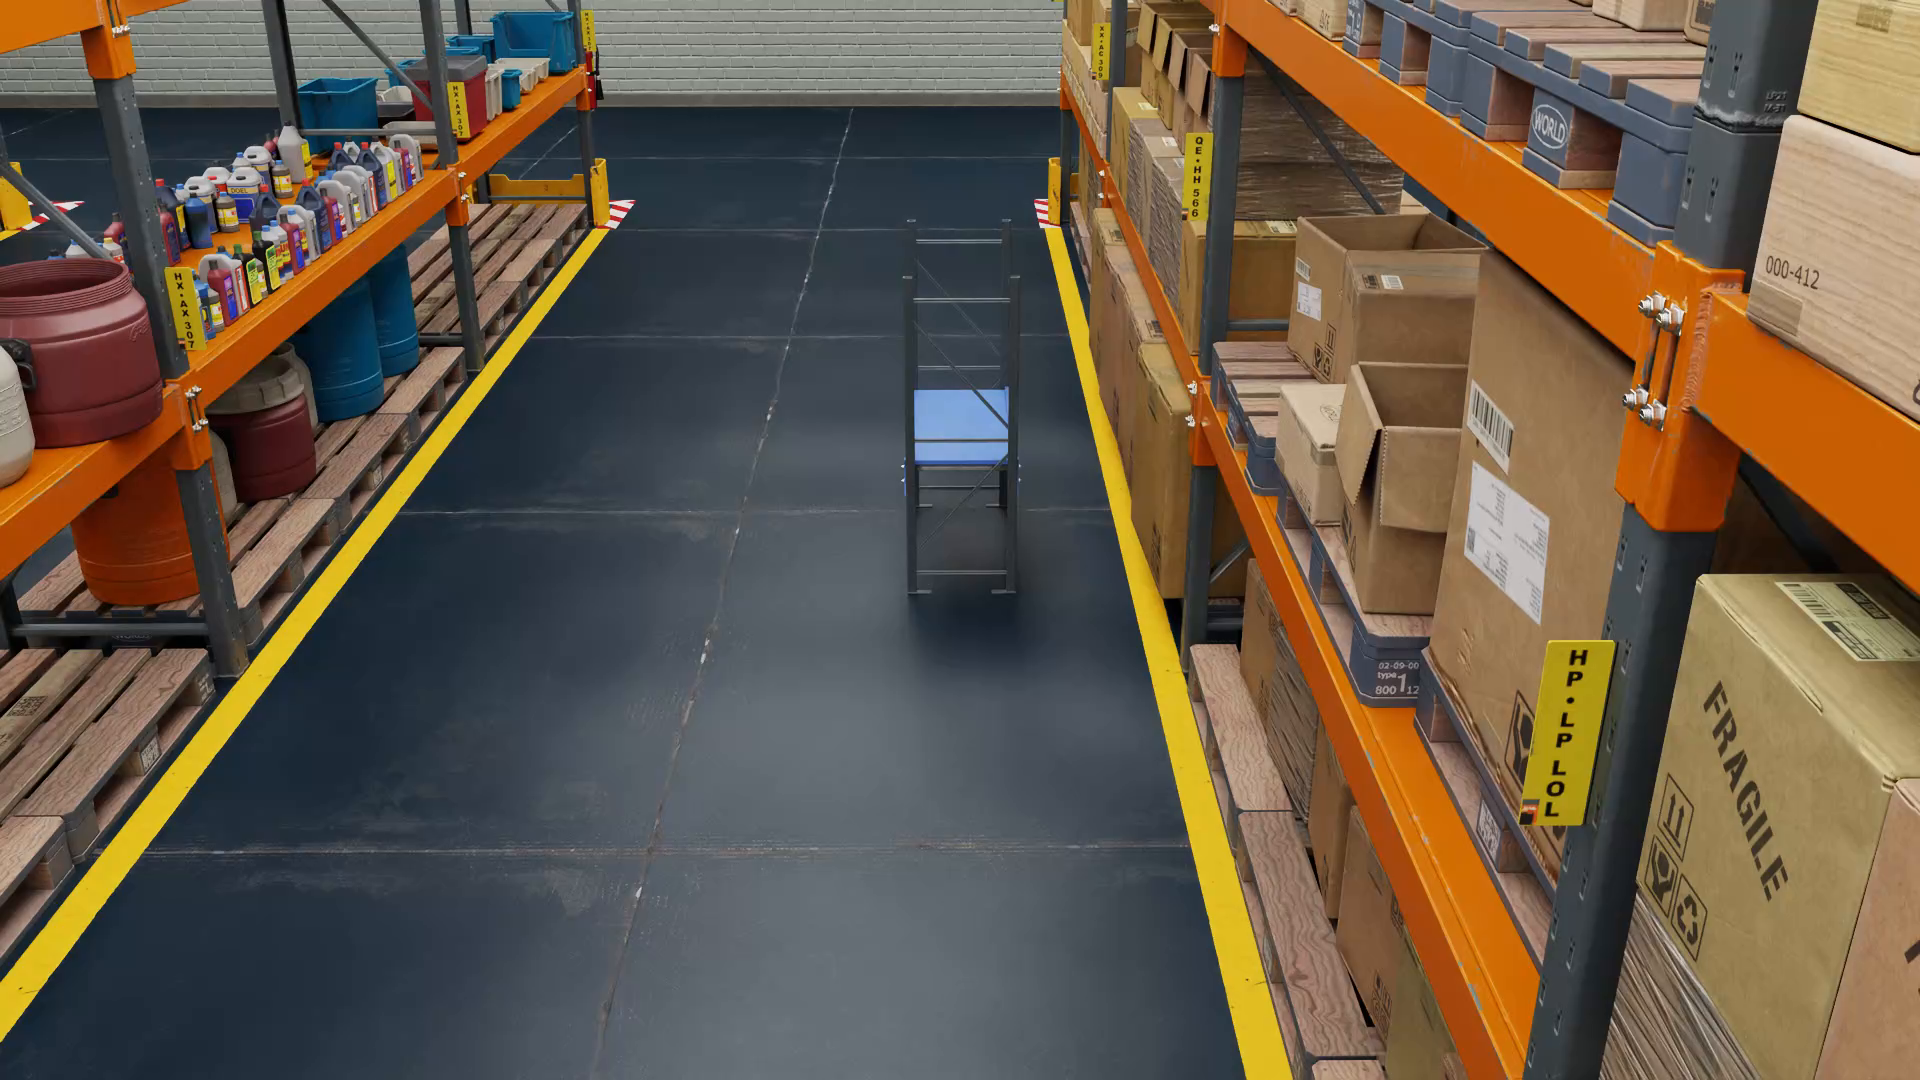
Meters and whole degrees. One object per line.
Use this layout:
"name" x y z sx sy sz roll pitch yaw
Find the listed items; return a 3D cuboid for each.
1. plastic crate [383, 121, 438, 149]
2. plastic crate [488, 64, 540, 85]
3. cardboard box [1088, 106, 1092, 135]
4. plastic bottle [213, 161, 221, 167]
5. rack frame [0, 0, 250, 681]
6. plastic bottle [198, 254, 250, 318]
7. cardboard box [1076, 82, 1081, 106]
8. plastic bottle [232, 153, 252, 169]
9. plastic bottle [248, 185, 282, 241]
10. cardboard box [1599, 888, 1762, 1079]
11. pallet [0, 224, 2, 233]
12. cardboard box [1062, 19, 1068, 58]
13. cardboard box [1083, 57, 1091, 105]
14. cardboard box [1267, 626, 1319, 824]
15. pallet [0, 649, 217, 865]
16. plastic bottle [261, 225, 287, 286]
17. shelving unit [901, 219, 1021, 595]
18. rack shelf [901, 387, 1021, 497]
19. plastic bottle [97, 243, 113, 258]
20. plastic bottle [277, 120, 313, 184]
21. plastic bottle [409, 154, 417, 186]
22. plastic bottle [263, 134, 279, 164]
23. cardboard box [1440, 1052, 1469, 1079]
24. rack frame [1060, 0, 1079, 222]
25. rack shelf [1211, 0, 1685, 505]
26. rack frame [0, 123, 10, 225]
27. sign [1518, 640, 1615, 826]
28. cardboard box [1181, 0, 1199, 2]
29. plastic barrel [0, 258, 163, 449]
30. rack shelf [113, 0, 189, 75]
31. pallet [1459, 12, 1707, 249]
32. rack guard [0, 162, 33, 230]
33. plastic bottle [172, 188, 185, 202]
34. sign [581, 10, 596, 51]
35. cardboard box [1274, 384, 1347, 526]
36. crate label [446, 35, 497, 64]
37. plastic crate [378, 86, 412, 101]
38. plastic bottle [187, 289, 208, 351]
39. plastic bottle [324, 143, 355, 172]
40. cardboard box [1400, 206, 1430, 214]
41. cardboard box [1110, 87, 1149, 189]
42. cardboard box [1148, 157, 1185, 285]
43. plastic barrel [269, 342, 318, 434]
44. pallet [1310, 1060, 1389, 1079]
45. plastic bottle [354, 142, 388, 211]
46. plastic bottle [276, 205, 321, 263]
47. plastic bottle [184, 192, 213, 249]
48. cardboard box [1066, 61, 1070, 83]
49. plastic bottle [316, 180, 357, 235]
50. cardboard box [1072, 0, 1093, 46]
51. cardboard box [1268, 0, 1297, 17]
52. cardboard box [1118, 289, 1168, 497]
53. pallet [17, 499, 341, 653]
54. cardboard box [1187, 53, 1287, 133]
"plastic crate" -3.421 -2.551 10.499 0.396 0.136 0.243 0 24 -1
"plastic crate" -3.424 -3.553 12.712 0.396 0.136 0.243 0 24 -1
"cardboard box" 1.055 -2.802 11.109 0.380 0.149 0.250 0 24 0
"plastic bottle" -3.972 -1.880 8.908 0.061 0.283 0.133 0 24 -1
"rack frame" -3.515 -0.804 6.387 1.000 3.000 0.127 0 24 -1
"plastic bottle" -3.202 -1.118 7.231 0.152 0.276 0.135 0 24 -1
"cardboard box" 1.042 -3.226 12.048 0.380 0.149 0.250 -1 24 -2
"plastic bottle" -3.957 -2.002 9.193 0.097 0.271 0.097 0 24 0
"plastic bottle" -3.360 -1.542 8.079 0.144 0.351 0.185 0 24 -1
"cardboard box" 1.424 0.827 2.299 0.875 0.500 0.500 0 24 -1
"pallet" -8.545 -2.449 13.409 1.003 0.211 1.213 0 24 -1
"cardboard box" 1.086 -3.991 13.254 0.500 0.250 0.500 -1 24 -2
"cardboard box" 1.113 -3.146 11.386 0.500 0.250 0.500 0 24 1
"cardboard box" 1.484 0.617 5.745 0.700 0.500 0.500 -2 24 -5
"pallet" -3.545 0.786 6.255 1.003 0.211 1.213 0 24 -1
"plastic bottle" -3.179 -1.313 7.670 0.097 0.271 0.097 0 24 0
"shelving unit" 0.001 -0.648 7.863 0.538 1.500 1.048 0 24 -1
"rack shelf" 0.001 -0.484 7.937 0.538 0.185 1.000 0 24 -1
"plastic bottle" -3.938 -1.261 7.640 0.097 0.201 0.097 0 24 0
"plastic bottle" -3.879 -2.266 9.681 0.144 0.351 0.185 0 24 -1
"plastic bottle" -3.203 -2.153 9.611 0.097 0.201 0.097 0 24 0
"plastic bottle" -3.980 -2.191 9.595 0.061 0.283 0.133 0 24 -1
"cardboard box" 1.496 1.508 3.776 0.700 0.500 0.500 -2 24 -5
"rack frame" 1.350 -4.122 13.725 1.000 3.000 0.127 0 24 -1
"rack shelf" 1.459 -1.041 4.144 1.077 0.370 4.000 0 24 -1
"rack frame" -8.555 -4.079 13.630 1.000 3.000 0.127 0 24 -1
"sign" 0.926 0.299 2.544 0.100 0.325 0.005 0 24 -1
"cardboard box" 1.644 -3.082 10.334 0.500 0.500 0.500 0 24 -1
"plastic barrel" -3.207 -0.676 5.939 0.600 0.536 0.708 0 24 -1
"rack shelf" -3.537 -2.667 7.739 1.077 0.370 4.000 0 24 -1
"pallet" 1.581 -0.714 2.776 1.213 0.211 1.003 0 24 -1
"rack guard" -8.555 -2.909 14.076 1.175 0.500 0.348 0 24 -1
"plastic bottle" -3.947 -1.636 8.383 0.097 0.271 0.097 0 24 0
"sign" -3.052 -4.184 13.662 0.100 0.325 0.005 0 24 -1
"cardboard box" 1.226 -0.257 4.851 0.500 0.250 0.500 -1 24 -2
"crate label" -3.929 -3.948 13.470 0.416 0.233 0.303 0 24 -1
"plastic crate" -3.878 -3.075 11.657 0.293 0.136 0.466 0 24 -1
"plastic bottle" -3.197 -0.927 6.810 0.152 0.276 0.135 0 24 -1
"plastic bottle" -3.364 -1.975 9.037 0.144 0.351 0.185 0 24 -1
"cardboard box" 1.704 -1.073 6.861 0.500 0.500 0.500 0 24 1
"cardboard box" 1.149 -2.329 9.638 0.500 0.500 0.500 0 24 0
"cardboard box" 1.176 -1.493 7.790 0.500 0.500 0.500 -1 24 -2
"plastic barrel" -3.645 -0.761 8.801 0.421 0.512 0.421 0 24 0
"pallet" 1.471 1.772 4.076 1.003 0.211 1.213 0 24 -1
"plastic bottle" -3.219 -1.976 9.039 0.144 0.351 0.185 0 24 -1
"plastic bottle" -3.212 -1.498 8.073 0.152 0.276 0.135 0 24 -1
"plastic bottle" -3.802 -1.596 8.295 0.097 0.271 0.097 0 24 0
"cardboard box" 1.032 -3.649 12.983 0.380 0.149 0.250 -1 24 -2
"plastic bottle" -3.218 -1.725 8.575 0.152 0.276 0.135 0 24 -1
"cardboard box" 1.103 -3.913 12.172 0.500 0.500 0.500 -1 24 -2
"cardboard box" 1.193 -1.718 4.950 0.500 0.250 0.500 0 24 1
"cardboard box" 1.449 -0.701 8.229 1.225 0.875 0.875 0 24 0
"pallet" -3.565 0.142 7.679 1.003 0.211 1.213 0 24 -1
"cardboard box" 1.441 -1.898 7.469 0.797 0.503 0.637 0 24 1
